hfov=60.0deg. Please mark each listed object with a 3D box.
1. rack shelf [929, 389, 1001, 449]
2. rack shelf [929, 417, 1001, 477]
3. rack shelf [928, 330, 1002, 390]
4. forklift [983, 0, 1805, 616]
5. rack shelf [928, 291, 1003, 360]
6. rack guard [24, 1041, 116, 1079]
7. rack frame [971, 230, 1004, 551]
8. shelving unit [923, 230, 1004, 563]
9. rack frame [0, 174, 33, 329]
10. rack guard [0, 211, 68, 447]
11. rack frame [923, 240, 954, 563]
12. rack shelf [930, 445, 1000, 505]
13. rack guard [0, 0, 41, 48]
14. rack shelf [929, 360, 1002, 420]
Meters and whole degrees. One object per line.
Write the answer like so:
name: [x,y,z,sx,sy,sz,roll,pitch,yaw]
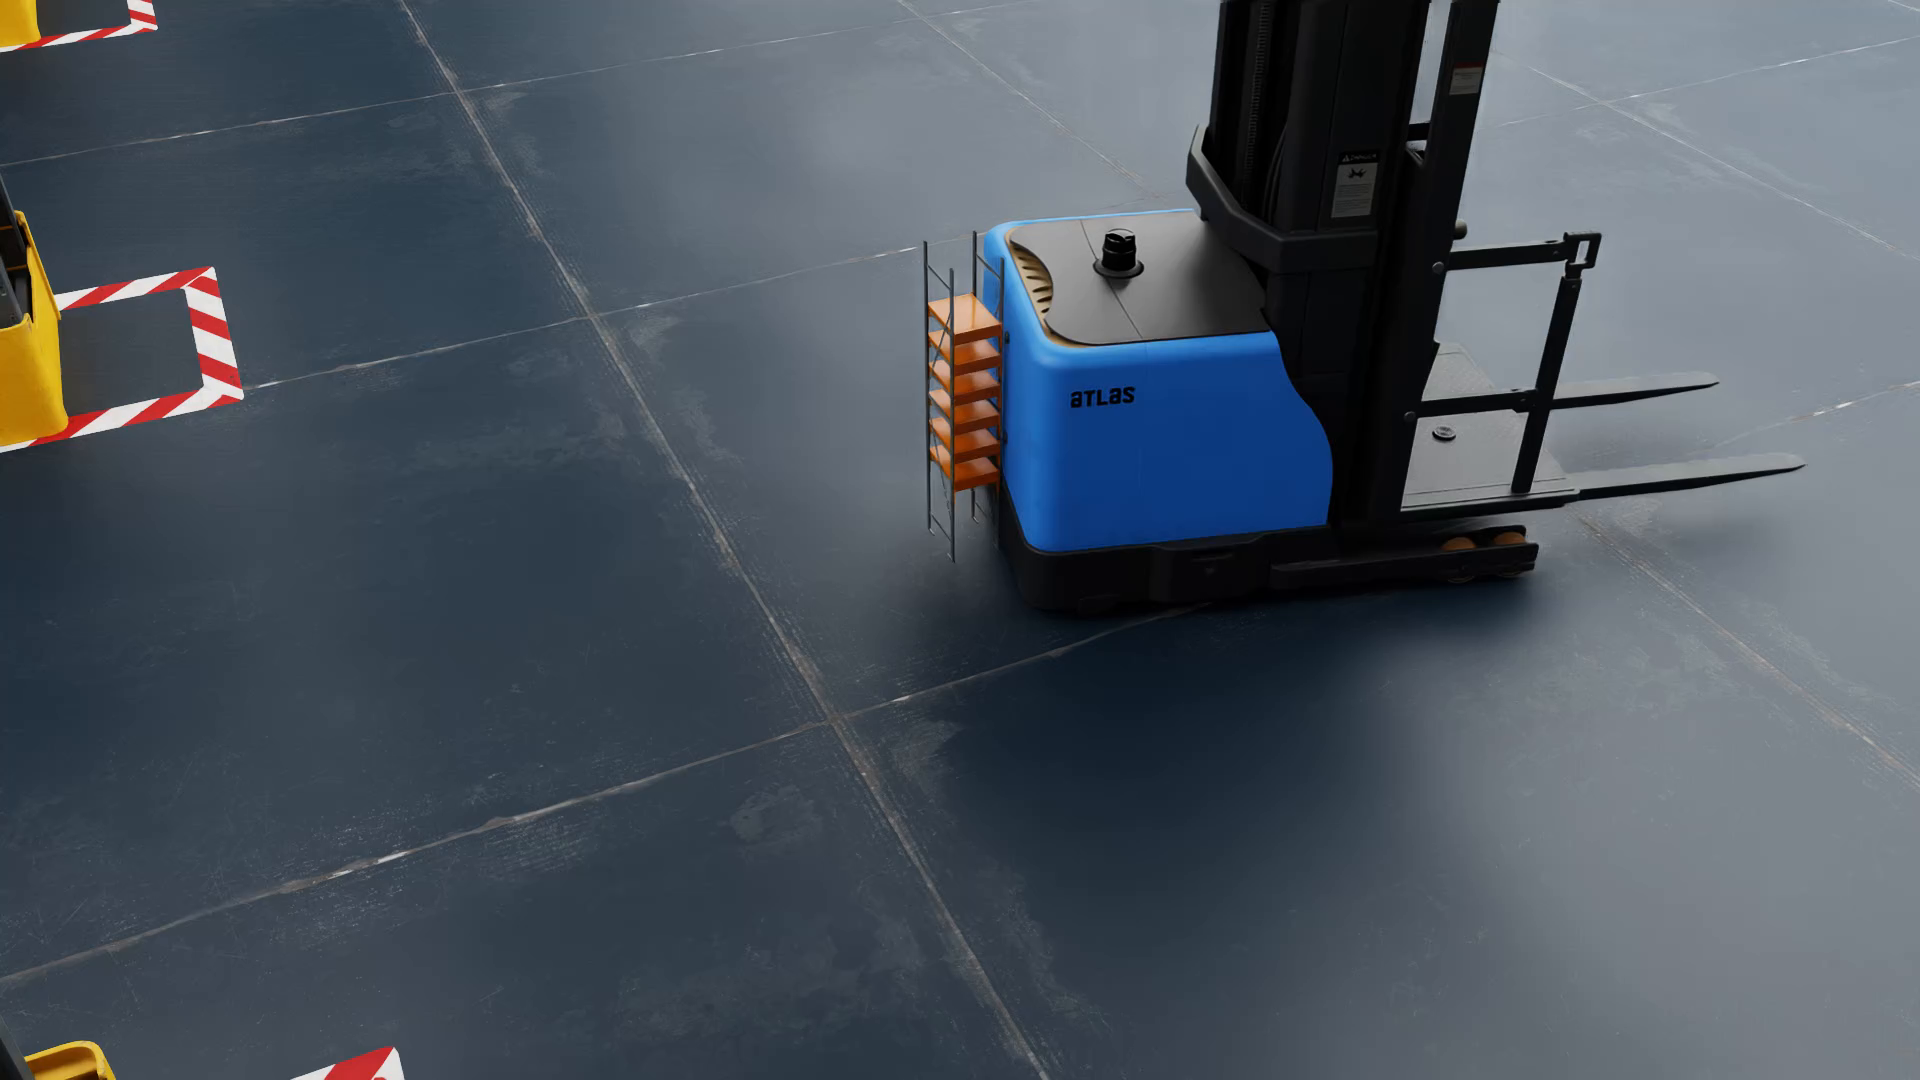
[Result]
rack shelf: [0.011,-0.450,5.924,0.180,0.103,0.258,-15,39,-19]
rack shelf: [0.011,-0.354,5.995,0.180,0.103,0.258,-15,39,-19]
rack shelf: [0.012,-0.643,5.781,0.180,0.103,0.258,-15,39,-19]
forklift: [1.637,-1.326,5.577,3.031,2.935,1.130,-6,37,-8]
rack shelf: [0.012,-0.739,5.709,0.180,0.103,0.258,-15,39,-19]
rack guard: [-1.904,1.706,3.531,0.348,0.500,1.175,-16,39,-20]
rack frame: [0.095,-0.508,5.927,0.006,1.200,0.240,-15,39,-19]
shelving unit: [0.011,-0.486,5.897,0.189,1.200,0.258,-15,39,-19]
rack frame: [-4.027,-1.965,6.381,0.127,3.000,1.000,-16,39,-20]
rack guard: [-4.076,-0.916,7.065,0.348,0.500,1.175,-16,39,-20]
rack frame: [-0.072,-0.463,5.867,0.006,1.200,0.240,-15,39,-19]
rack shelf: [0.011,-0.257,6.067,0.180,0.103,0.258,-15,39,-19]
rack guard: [-6.200,-3.612,10.701,0.348,0.500,1.175,-16,39,-20]
rack shelf: [0.012,-0.546,5.852,0.180,0.103,0.258,-15,39,-19]
